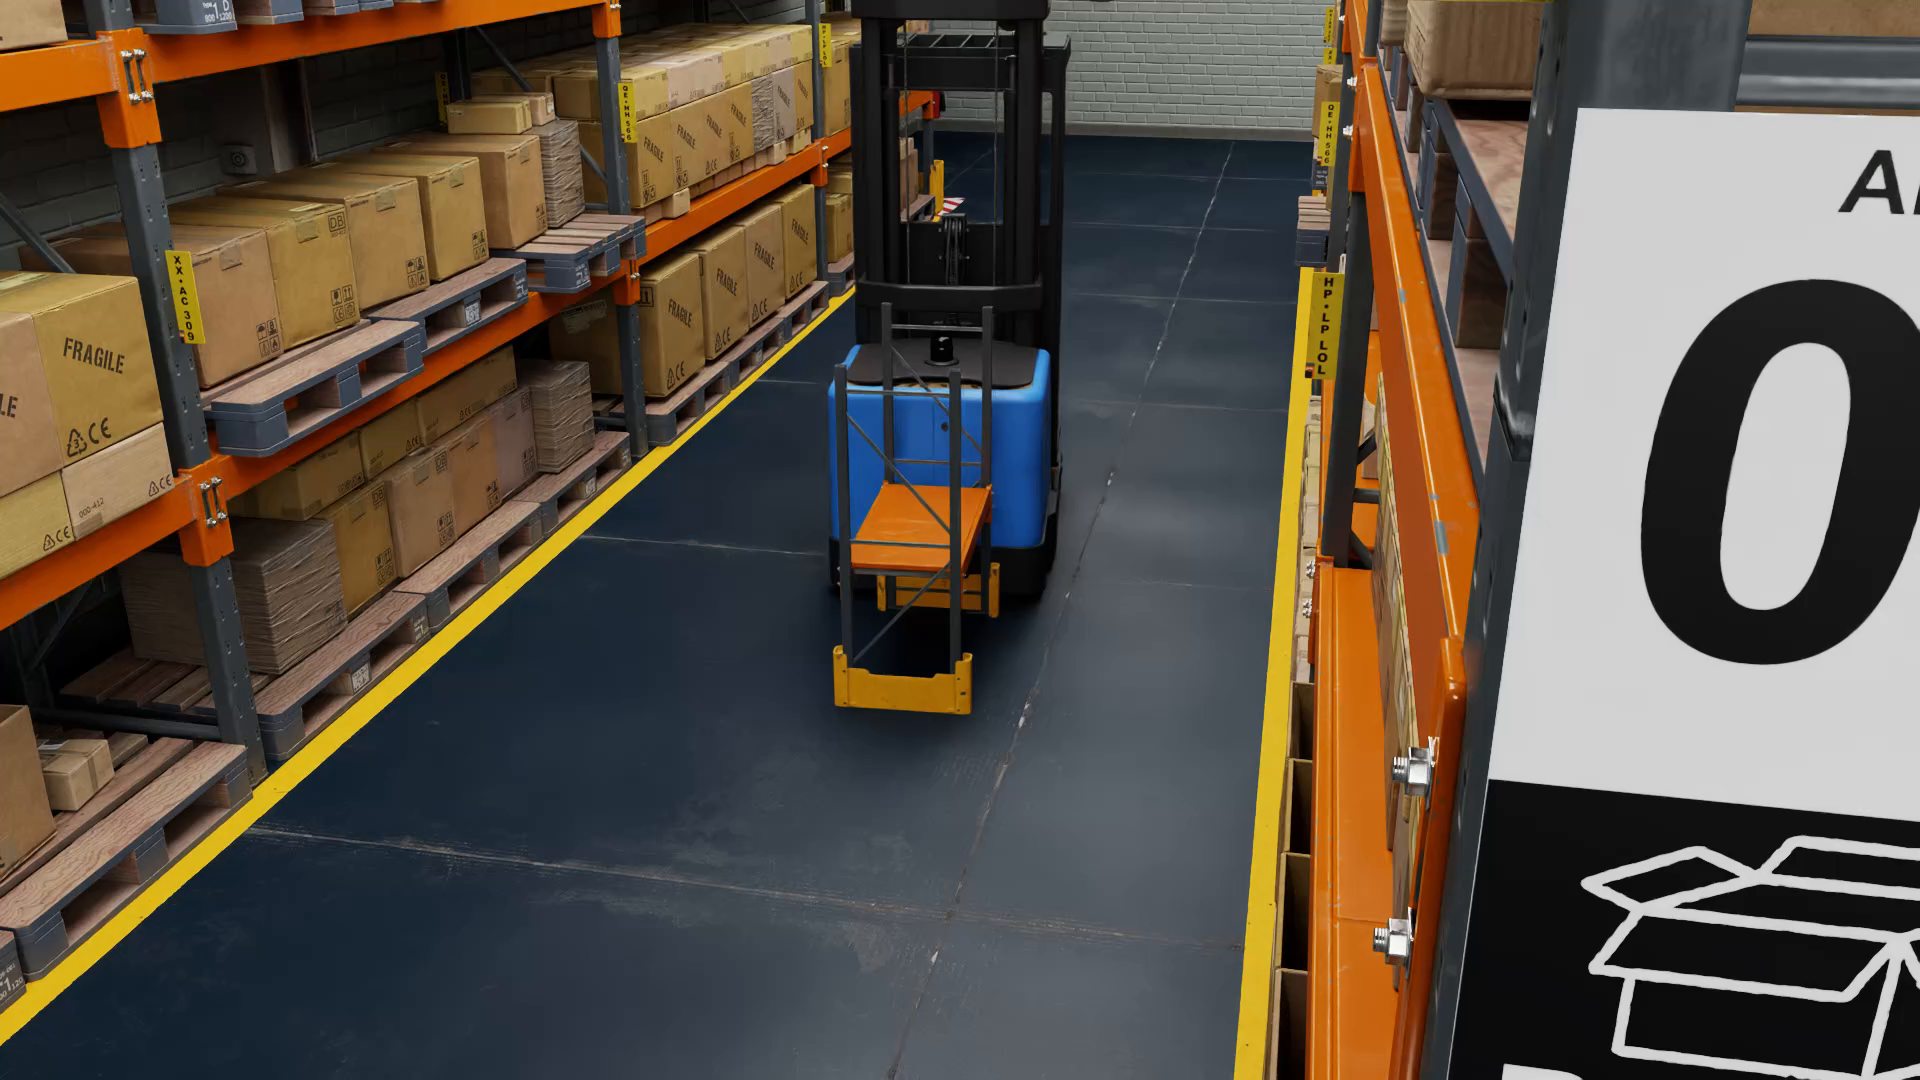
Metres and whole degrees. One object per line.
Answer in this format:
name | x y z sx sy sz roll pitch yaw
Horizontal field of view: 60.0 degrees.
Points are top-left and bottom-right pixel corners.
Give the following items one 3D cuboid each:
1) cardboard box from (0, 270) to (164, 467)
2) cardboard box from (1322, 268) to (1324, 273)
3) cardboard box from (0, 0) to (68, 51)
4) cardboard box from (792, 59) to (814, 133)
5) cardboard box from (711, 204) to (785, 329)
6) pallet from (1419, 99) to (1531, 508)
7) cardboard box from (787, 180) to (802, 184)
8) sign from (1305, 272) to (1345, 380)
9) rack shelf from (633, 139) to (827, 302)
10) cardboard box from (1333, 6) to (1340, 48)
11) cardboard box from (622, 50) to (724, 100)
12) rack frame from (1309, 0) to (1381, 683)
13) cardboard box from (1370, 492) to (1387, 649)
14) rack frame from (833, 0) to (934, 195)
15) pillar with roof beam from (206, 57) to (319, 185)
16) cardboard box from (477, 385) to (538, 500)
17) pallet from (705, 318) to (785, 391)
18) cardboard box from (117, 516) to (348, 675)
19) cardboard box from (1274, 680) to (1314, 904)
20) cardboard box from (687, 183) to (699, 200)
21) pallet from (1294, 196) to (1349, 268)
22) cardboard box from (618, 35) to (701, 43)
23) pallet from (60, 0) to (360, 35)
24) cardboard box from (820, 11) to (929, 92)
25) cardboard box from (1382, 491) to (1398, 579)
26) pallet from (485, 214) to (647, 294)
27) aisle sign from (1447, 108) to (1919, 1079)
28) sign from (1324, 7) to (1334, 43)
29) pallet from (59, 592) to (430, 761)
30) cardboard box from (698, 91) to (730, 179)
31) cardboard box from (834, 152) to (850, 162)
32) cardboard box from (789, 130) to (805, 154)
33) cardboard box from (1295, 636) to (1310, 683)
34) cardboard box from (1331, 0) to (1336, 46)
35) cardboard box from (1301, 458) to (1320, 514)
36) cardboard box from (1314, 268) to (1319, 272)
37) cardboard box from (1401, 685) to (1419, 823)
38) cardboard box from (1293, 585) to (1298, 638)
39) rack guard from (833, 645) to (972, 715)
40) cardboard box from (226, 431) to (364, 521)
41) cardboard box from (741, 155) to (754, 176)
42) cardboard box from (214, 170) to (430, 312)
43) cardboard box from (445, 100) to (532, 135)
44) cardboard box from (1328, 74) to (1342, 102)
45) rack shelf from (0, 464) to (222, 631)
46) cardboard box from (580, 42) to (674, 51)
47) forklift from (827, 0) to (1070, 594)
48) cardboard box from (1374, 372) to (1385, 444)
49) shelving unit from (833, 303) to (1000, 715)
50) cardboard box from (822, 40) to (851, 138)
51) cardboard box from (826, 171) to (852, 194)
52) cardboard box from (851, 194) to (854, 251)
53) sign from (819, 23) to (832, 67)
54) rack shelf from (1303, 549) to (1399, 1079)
cardboard box | -3.015 -0.568 5.419 0.500 0.500 0.500 4 22 11
cardboard box | 2.618 -1.711 10.841 0.500 0.250 0.500 4 22 10
cardboard box | -3.083 -1.720 4.932 0.500 0.500 0.500 5 22 12
cardboard box | -1.437 -3.408 12.743 0.500 0.500 0.500 4 22 10
cardboard box | -1.773 -2.027 12.188 0.750 0.750 0.750 5 23 13
pallet | 0.982 -0.245 1.550 1.003 0.211 1.213 4 22 11
cardboard box | -1.560 -2.967 14.120 0.380 0.149 0.250 4 22 11
sign | 1.095 -0.639 4.981 0.100 0.325 0.005 4 22 11
rack shelf | -1.997 -2.338 11.606 1.077 0.370 4.000 4 22 11
cardboard box | 3.213 -3.929 13.122 0.500 0.500 0.500 4 22 10
cardboard box | -1.853 -3.008 10.743 0.500 0.250 0.500 5 22 11
rack frame | 1.629 -0.101 5.089 1.000 3.000 0.127 4 22 11
cardboard box | 1.544 0.016 4.666 0.700 0.500 0.500 4 22 10
rack frame | -0.773 -4.866 16.920 1.000 3.000 0.127 4 22 11
pillar with roof beam | 0.697 -3.985 6.703 9.100 9.000 0.400 4 22 11
cardboard box | -2.720 -0.538 8.930 0.700 0.500 0.500 4 22 11
pallet | -1.920 -1.374 11.982 1.003 0.211 1.213 4 22 11
cardboard box | -3.088 0.208 7.079 0.700 0.500 0.500 5 23 13
cardboard box | 1.227 0.778 5.022 0.500 0.500 0.500 4 22 11
cardboard box | -1.939 -2.315 10.895 0.380 0.149 0.250 5 22 12
pallet | 2.514 -1.728 9.386 1.213 0.211 1.003 4 22 11
cardboard box | -2.136 -3.420 11.768 0.500 0.250 0.500 4 22 9
pallet | -2.991 -1.999 6.038 1.213 0.211 1.003 4 22 11
cardboard box | -0.867 -4.818 16.399 0.980 0.700 0.700 5 23 13
cardboard box | 1.177 0.009 3.813 0.380 0.149 0.250 4 22 9
pallet | -2.447 -1.582 9.024 1.213 0.211 1.003 4 22 11
aisle sign | 0.511 0.158 0.966 0.394 0.787 0.004 4 22 11
sign | 3.546 -4.932 15.926 0.100 0.325 0.005 4 22 11
pallet | -3.064 0.532 7.251 1.003 0.211 1.213 4 22 11
cardboard box | -1.837 -2.664 10.894 0.500 0.500 0.500 4 22 11
cardboard box | -1.245 -3.535 15.532 0.380 0.149 0.250 5 22 11
cardboard box | -1.409 -3.056 12.736 0.380 0.149 0.250 5 22 12
cardboard box | 1.431 0.550 5.841 0.500 0.311 0.500 4 22 11
cardboard box | 3.729 -4.857 15.427 0.500 0.500 0.500 5 23 13
cardboard box | 1.845 -0.195 7.690 0.500 0.311 0.500 4 22 9
cardboard box | 3.100 -2.301 13.309 0.500 0.500 0.500 4 22 11
cardboard box | 0.967 0.387 2.875 0.380 0.149 0.250 5 22 12
cardboard box | 1.744 0.248 7.341 0.500 0.250 0.500 5 22 12
rack guard | -0.242 0.593 7.046 0.587 0.250 0.087 3 22 7
cardboard box | -3.001 -0.301 7.340 0.500 0.250 0.500 4 22 10
cardboard box | -1.683 -2.689 11.825 0.380 0.149 0.250 4 22 9
cardboard box | -2.860 -1.358 7.488 0.700 0.500 0.500 8 23 18
cardboard box | -2.498 -2.244 8.819 0.380 0.149 0.250 1 22 2
cardboard box | 2.867 -2.855 11.232 0.700 0.500 0.500 8 23 19
rack shelf | -3.630 0.588 4.341 1.077 0.370 4.000 4 22 11
cardboard box | -2.246 -3.230 11.295 0.500 0.250 0.500 4 22 10
forklift | 0.011 -1.609 8.925 1.130 2.935 3.031 2 22 5
cardboard box | 1.384 -0.364 4.741 0.380 0.149 0.250 4 22 11
shelving unit | -0.173 -0.171 7.270 0.587 1.500 1.083 3 22 7
cardboard box | -1.463 -3.739 13.721 0.980 0.700 0.700 5 22 12
cardboard box | -1.088 -3.116 14.491 0.380 0.149 0.250 5 23 13
cardboard box | -1.230 -2.887 14.791 0.700 0.500 0.500 4 22 10
sign | -1.056 -3.865 12.992 0.100 0.325 0.005 4 22 11
rack shelf | 1.221 0.964 3.407 1.077 0.370 4.000 4 22 11
